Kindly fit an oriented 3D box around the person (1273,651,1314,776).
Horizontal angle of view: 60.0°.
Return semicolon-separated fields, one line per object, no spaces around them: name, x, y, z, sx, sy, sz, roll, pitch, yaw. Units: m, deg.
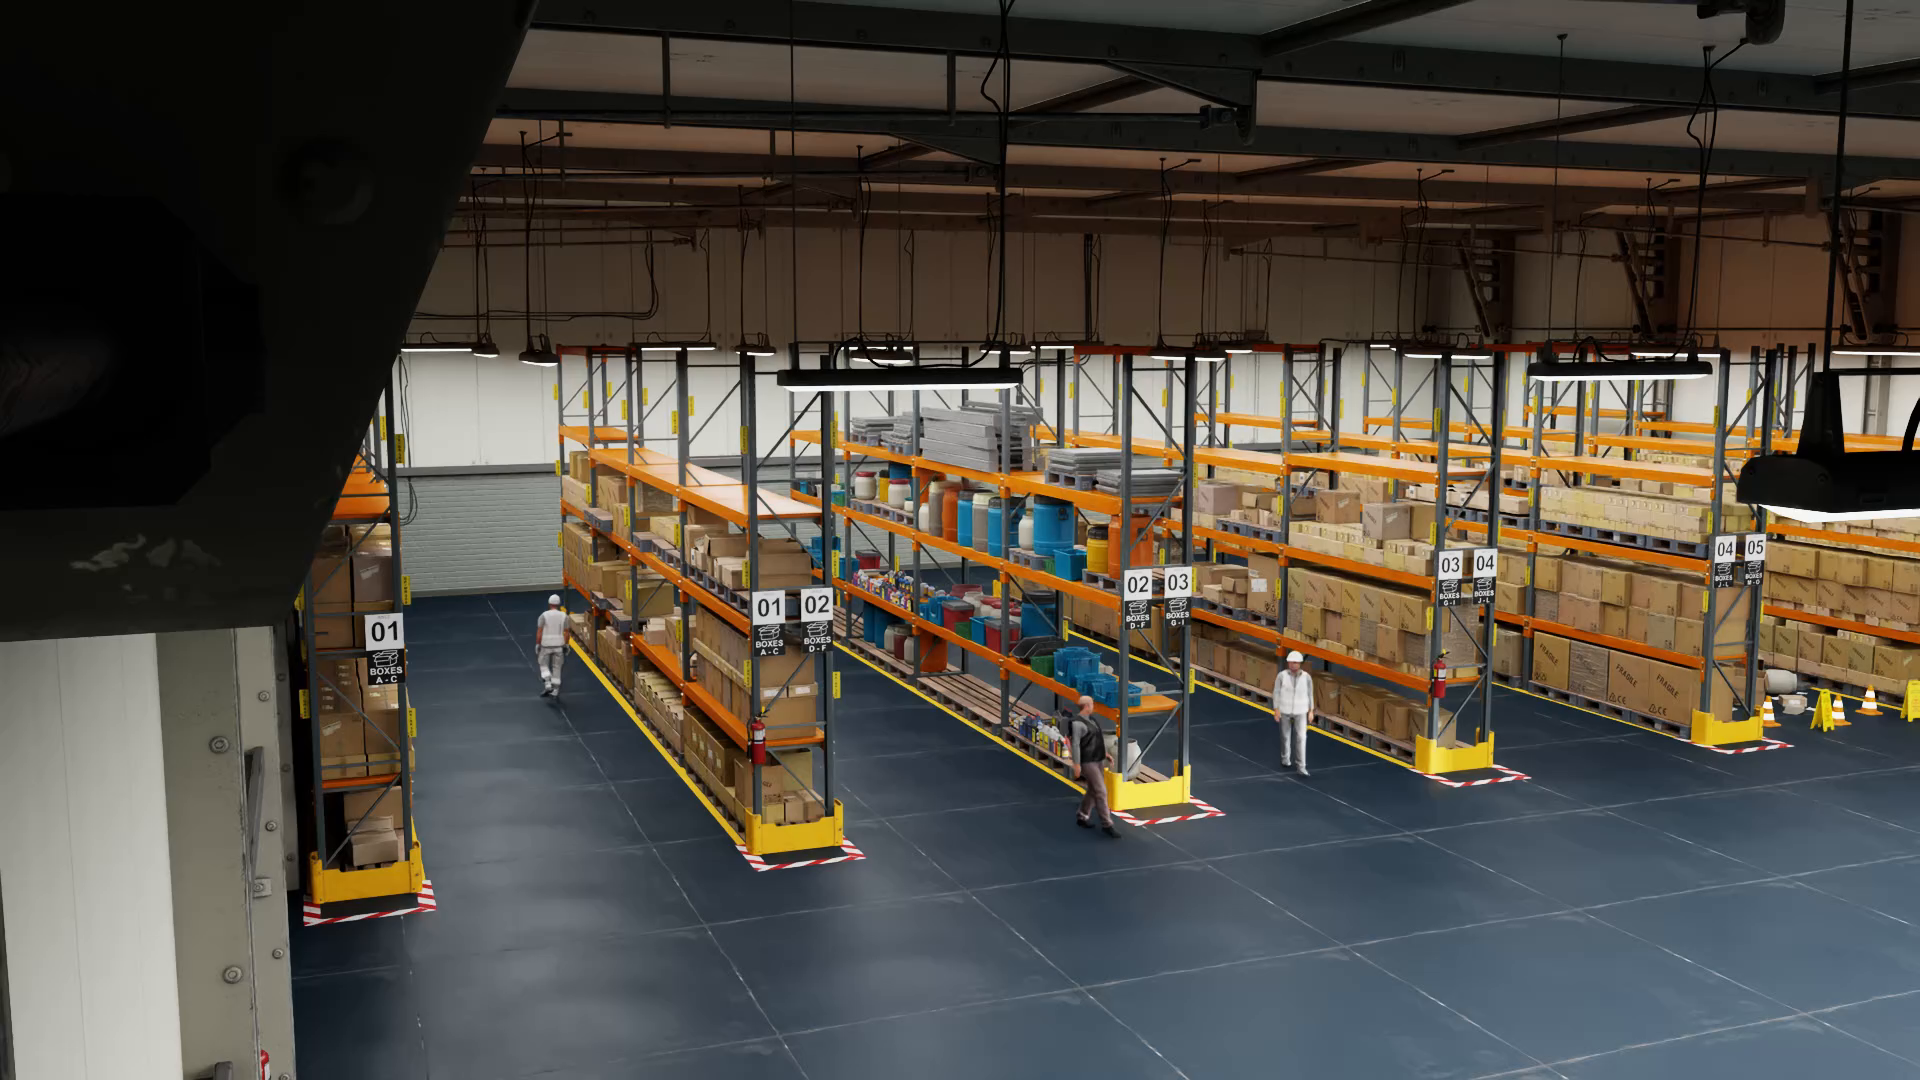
person;4.757;2.448;23.751;0.581;1.719;0.990;2;7;12

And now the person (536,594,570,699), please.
person;-6.956;1.830;28.425;0.586;1.785;0.475;-2;8;-17

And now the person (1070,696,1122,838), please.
person;1.784;2.853;20.990;0.739;1.700;0.565;4;8;27
